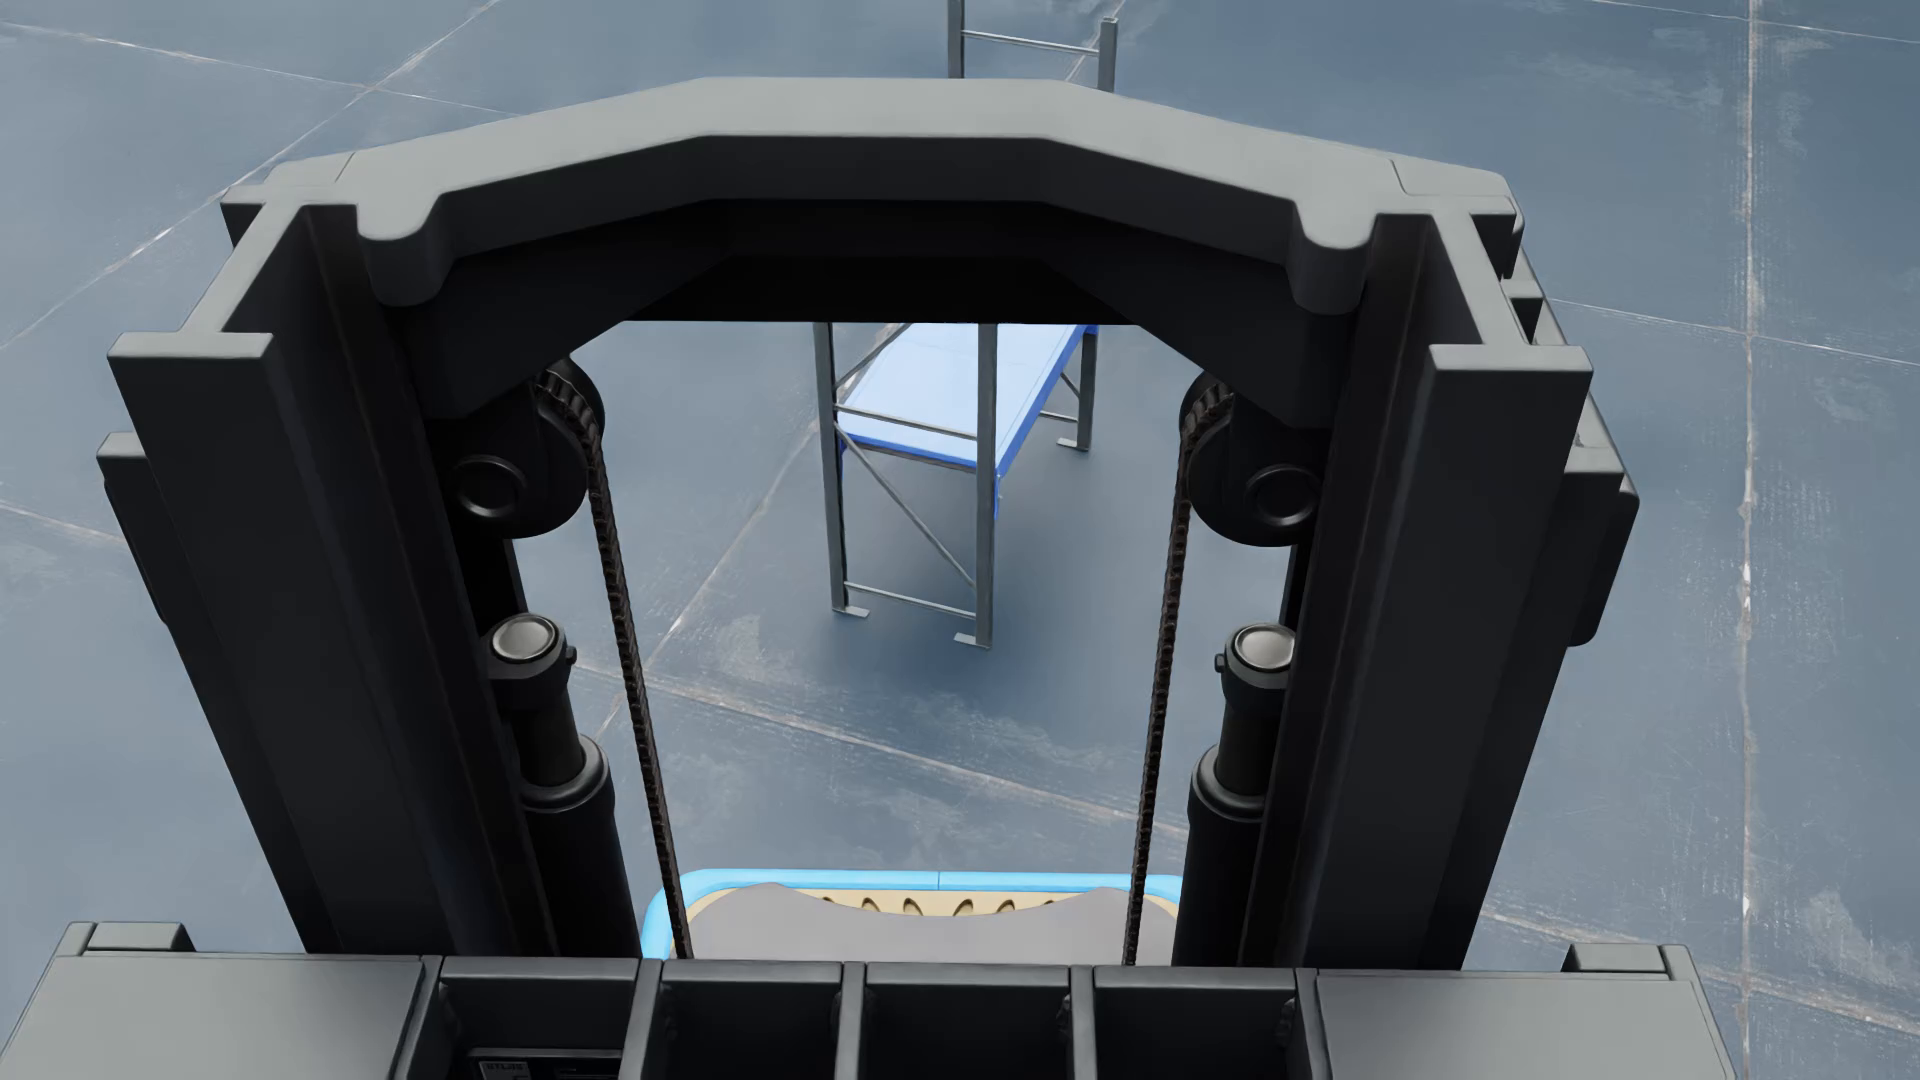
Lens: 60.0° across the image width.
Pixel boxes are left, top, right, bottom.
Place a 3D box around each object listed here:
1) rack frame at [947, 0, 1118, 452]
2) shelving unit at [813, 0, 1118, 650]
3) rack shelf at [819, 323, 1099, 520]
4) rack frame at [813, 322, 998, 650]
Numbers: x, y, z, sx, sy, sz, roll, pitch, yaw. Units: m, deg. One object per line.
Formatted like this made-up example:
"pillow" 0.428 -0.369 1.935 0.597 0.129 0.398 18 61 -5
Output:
"rack frame" 0.203 -0.933 5.188 0.500 1.500 0.032 13 42 15
"shelving unit" 0.029 -0.623 4.824 0.538 1.500 1.048 13 42 15
"rack shelf" 0.029 -0.486 4.941 0.538 0.185 1.000 13 42 15
"rack frame" -0.145 -0.313 4.461 0.500 1.500 0.032 13 42 15
